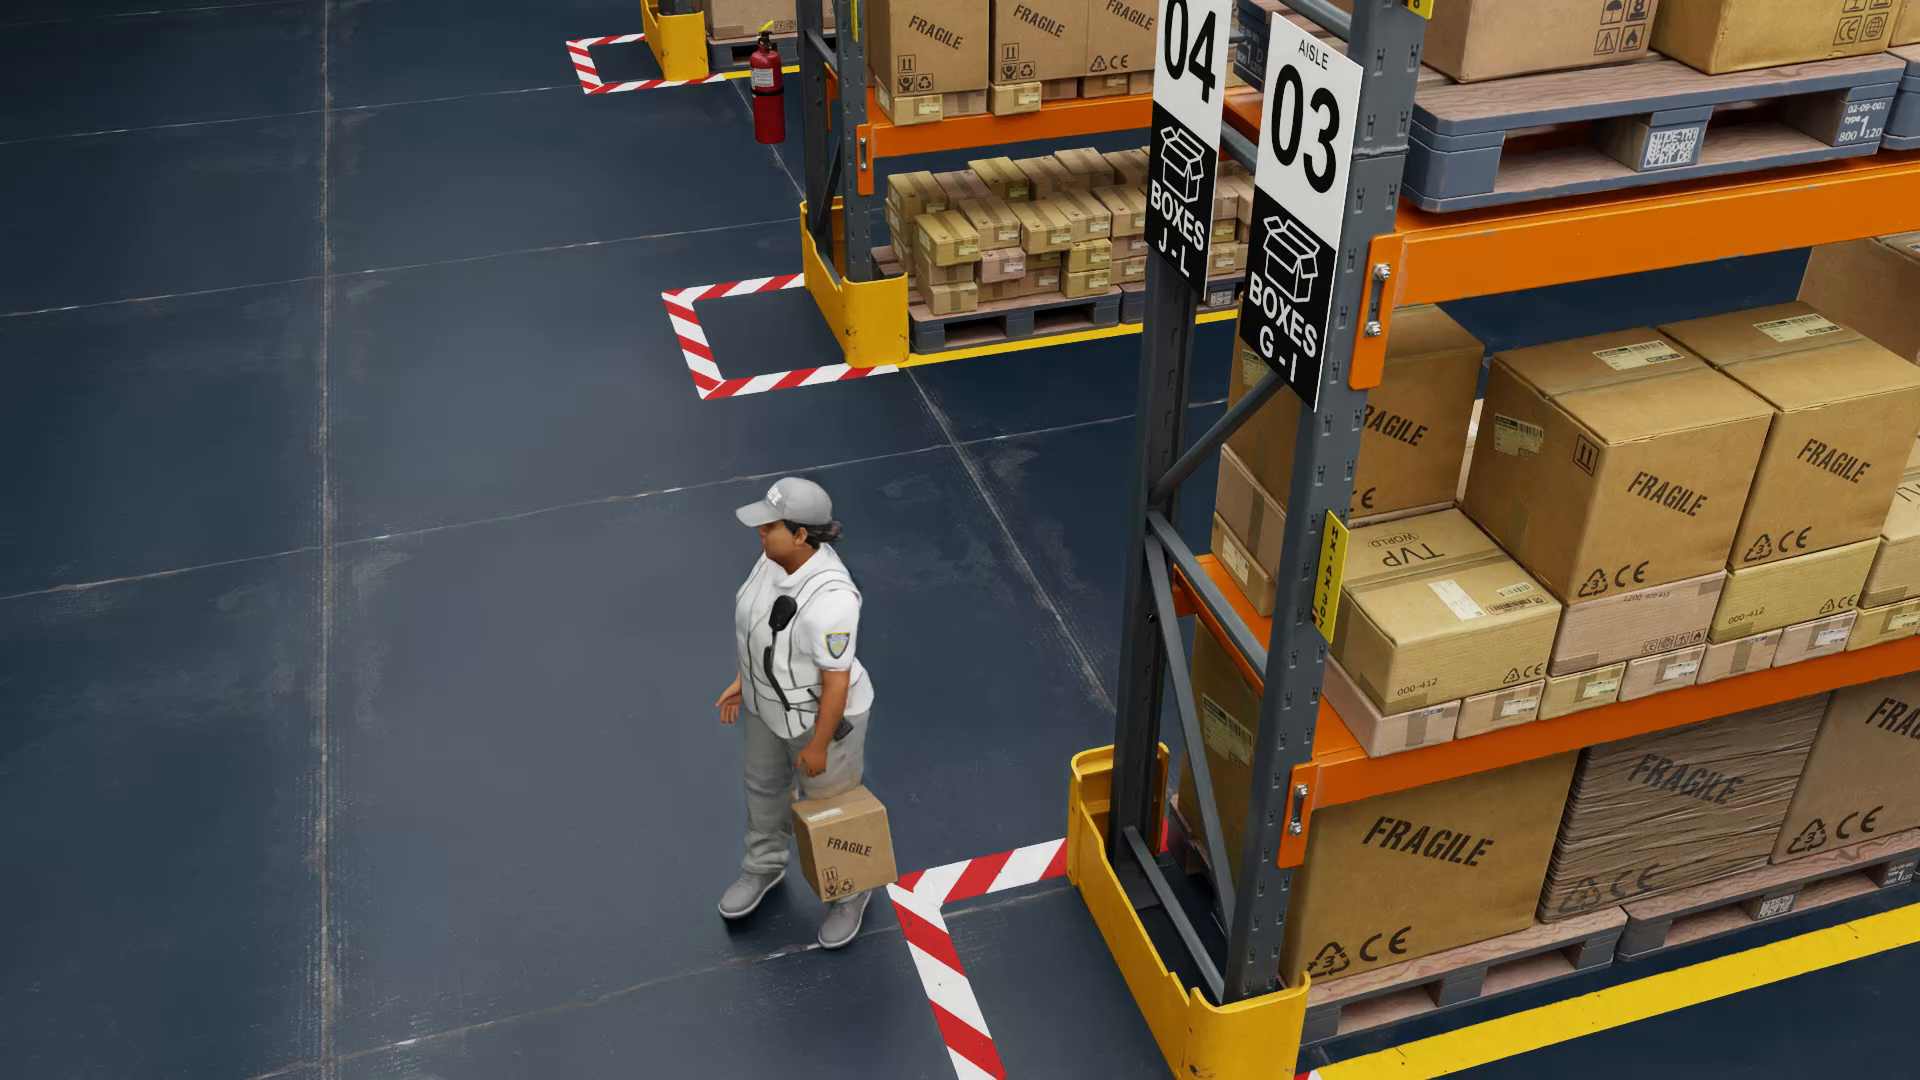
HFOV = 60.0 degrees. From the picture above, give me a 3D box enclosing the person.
[{"bbox_3d":[-0.561,0.561,5.278,0.535,1.670,0.531,-15,37,-20],"label":"person"}]
